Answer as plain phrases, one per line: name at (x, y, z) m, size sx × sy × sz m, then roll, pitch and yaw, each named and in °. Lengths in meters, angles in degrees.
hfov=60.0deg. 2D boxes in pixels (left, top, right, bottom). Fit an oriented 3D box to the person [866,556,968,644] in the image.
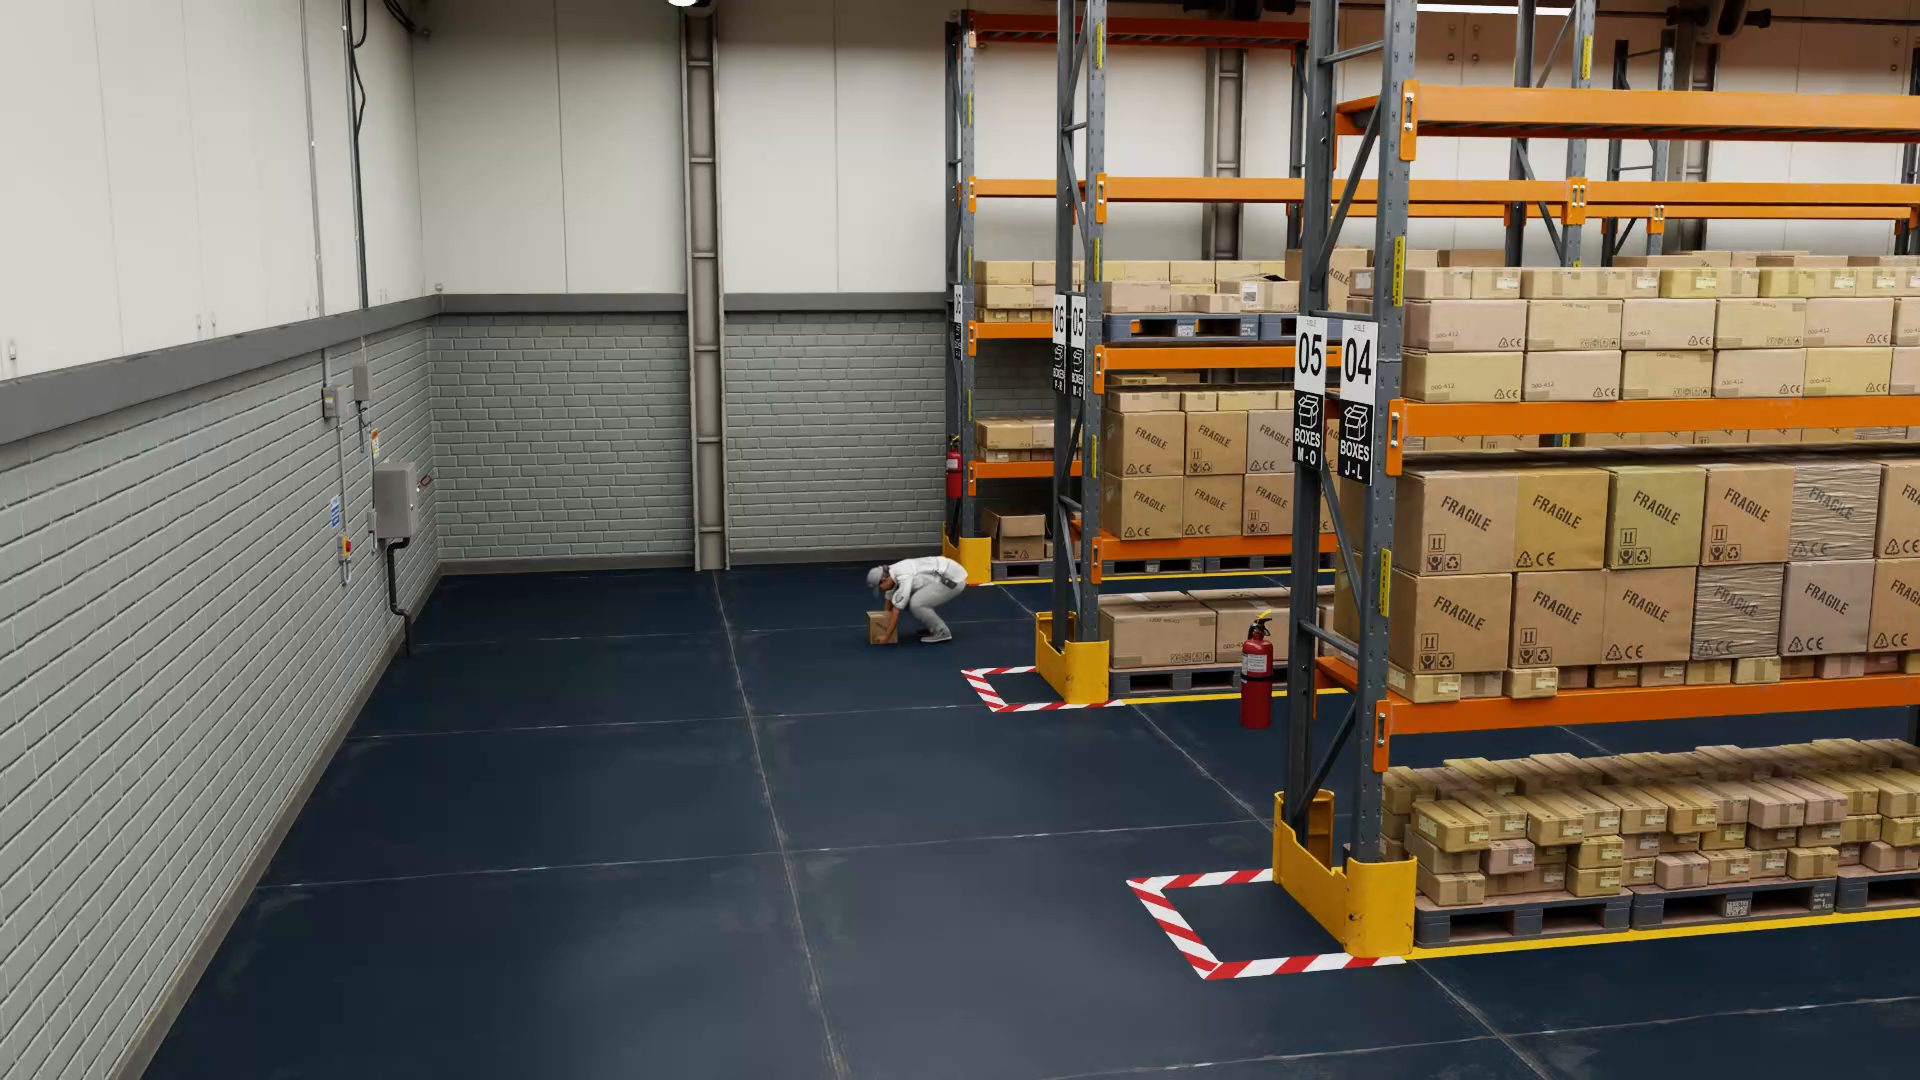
person at (-0.399, 0.552, 15.369) m, size 0.942 × 0.784 × 0.513 m, roll -2°, pitch 10°, yaw -13°
